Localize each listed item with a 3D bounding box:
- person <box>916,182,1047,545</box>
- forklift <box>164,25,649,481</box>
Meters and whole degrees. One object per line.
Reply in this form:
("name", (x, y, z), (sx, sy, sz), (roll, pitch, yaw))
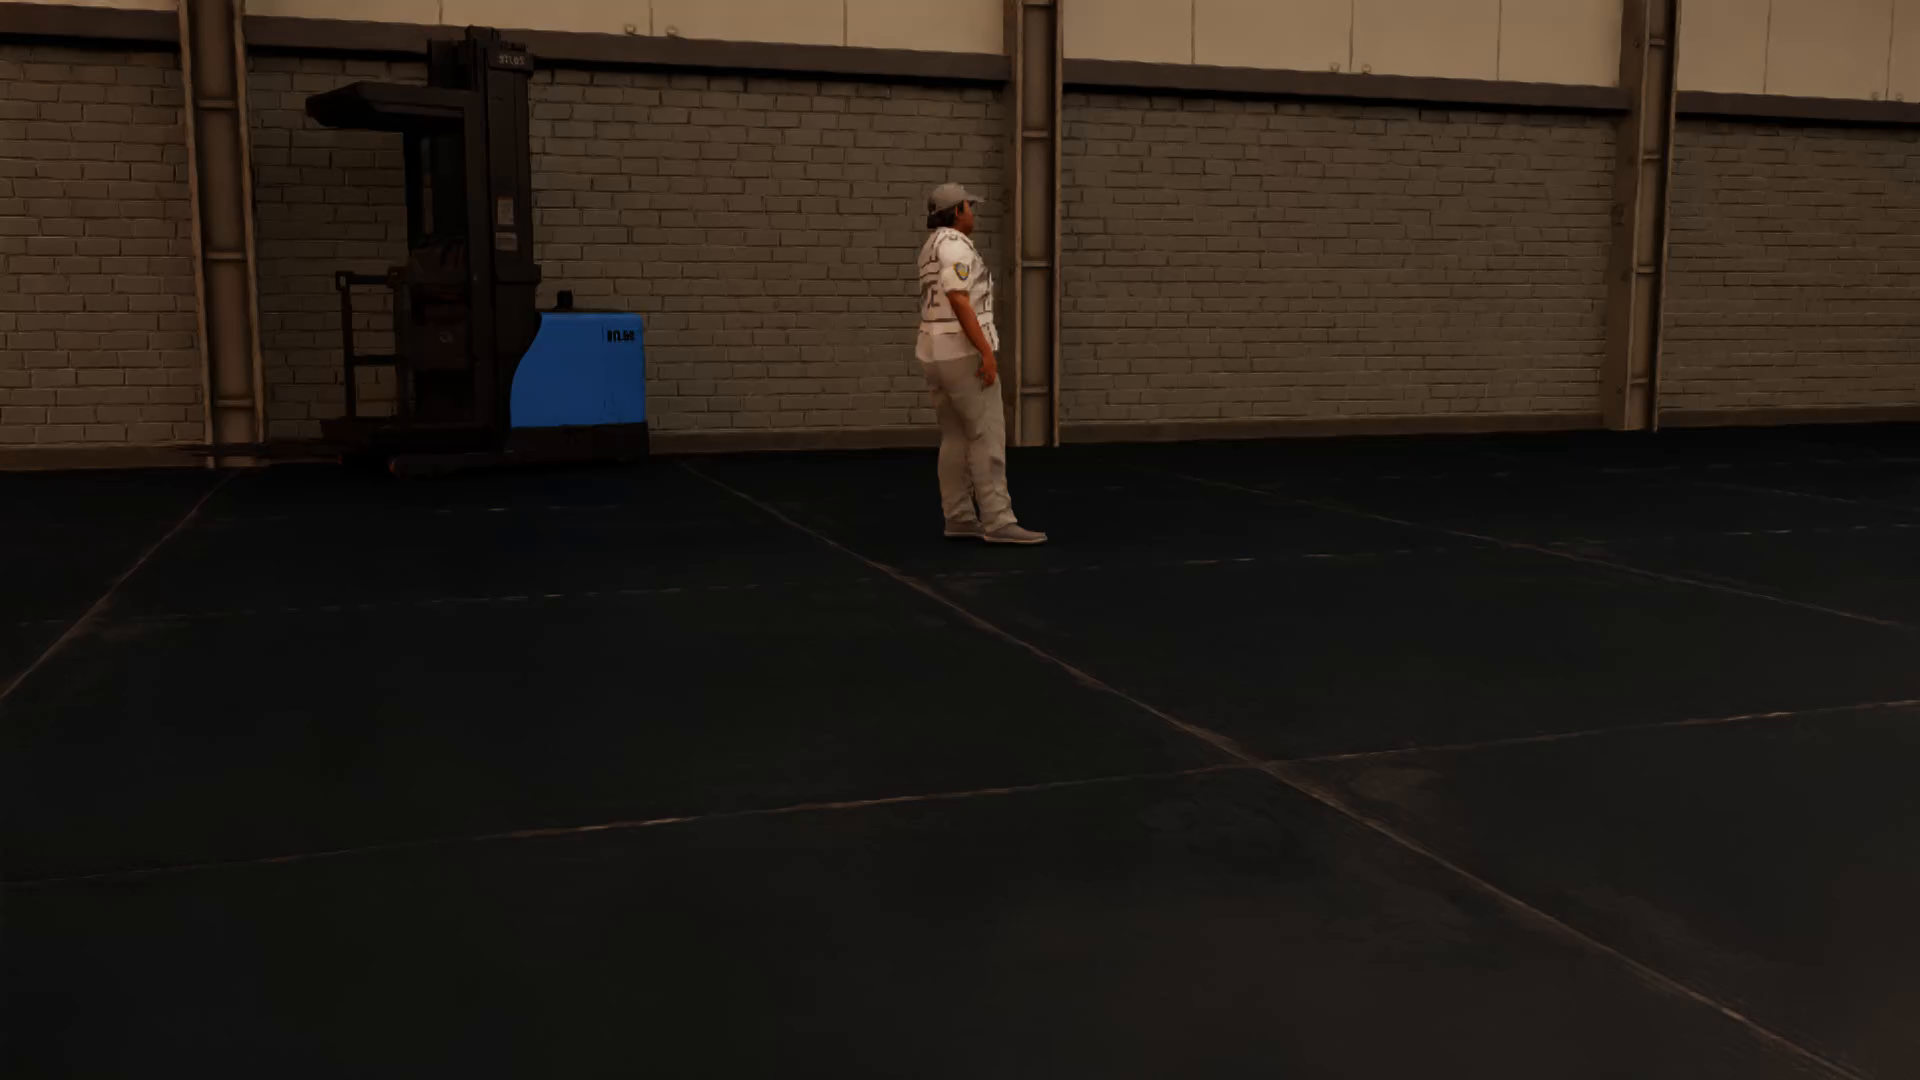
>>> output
("person", (0.081, -0.833, 7.814), (0.527, 1.669, 0.598), (-3, 8, -18))
("forklift", (-3.685, -1.913, 11.113), (3.031, 2.935, 1.130), (-6, 10, -38))
